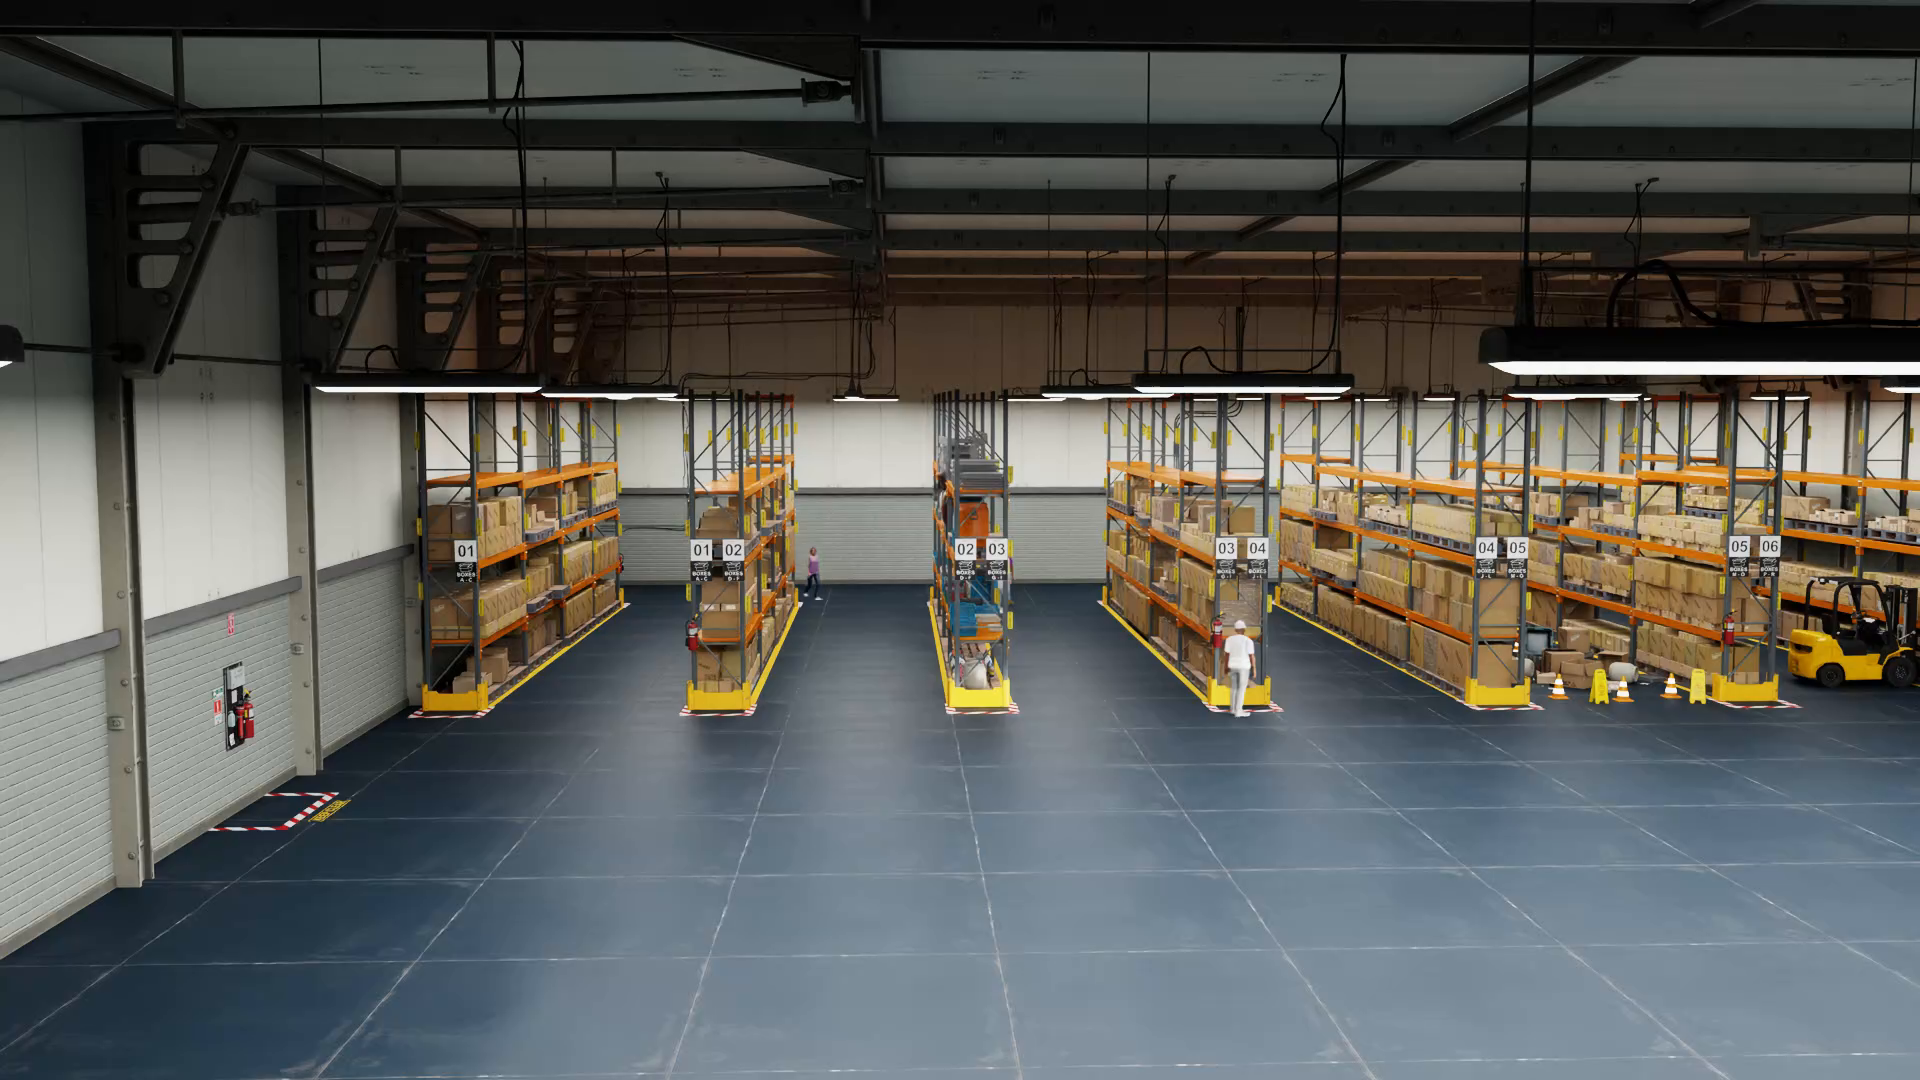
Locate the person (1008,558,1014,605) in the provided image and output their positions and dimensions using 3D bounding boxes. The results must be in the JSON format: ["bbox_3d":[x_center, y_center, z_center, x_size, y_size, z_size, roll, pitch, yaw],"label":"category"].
[{"bbox_3d":[1.263,0.977,47.500,0.654,1.722,1.008,-1,5,-11],"label":"person"}]

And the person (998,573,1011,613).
[{"bbox_3d":[1.080,1.102,45.831,0.475,1.796,0.648,3,6,36],"label":"person"}]

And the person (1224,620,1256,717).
[{"bbox_3d":[5.201,2.353,30.576,0.617,1.768,0.533,4,6,41],"label":"person"}]

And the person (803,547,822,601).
[{"bbox_3d":[-4.306,0.981,48.617,0.463,1.533,0.831,-3,5,-31],"label":"person"}]
